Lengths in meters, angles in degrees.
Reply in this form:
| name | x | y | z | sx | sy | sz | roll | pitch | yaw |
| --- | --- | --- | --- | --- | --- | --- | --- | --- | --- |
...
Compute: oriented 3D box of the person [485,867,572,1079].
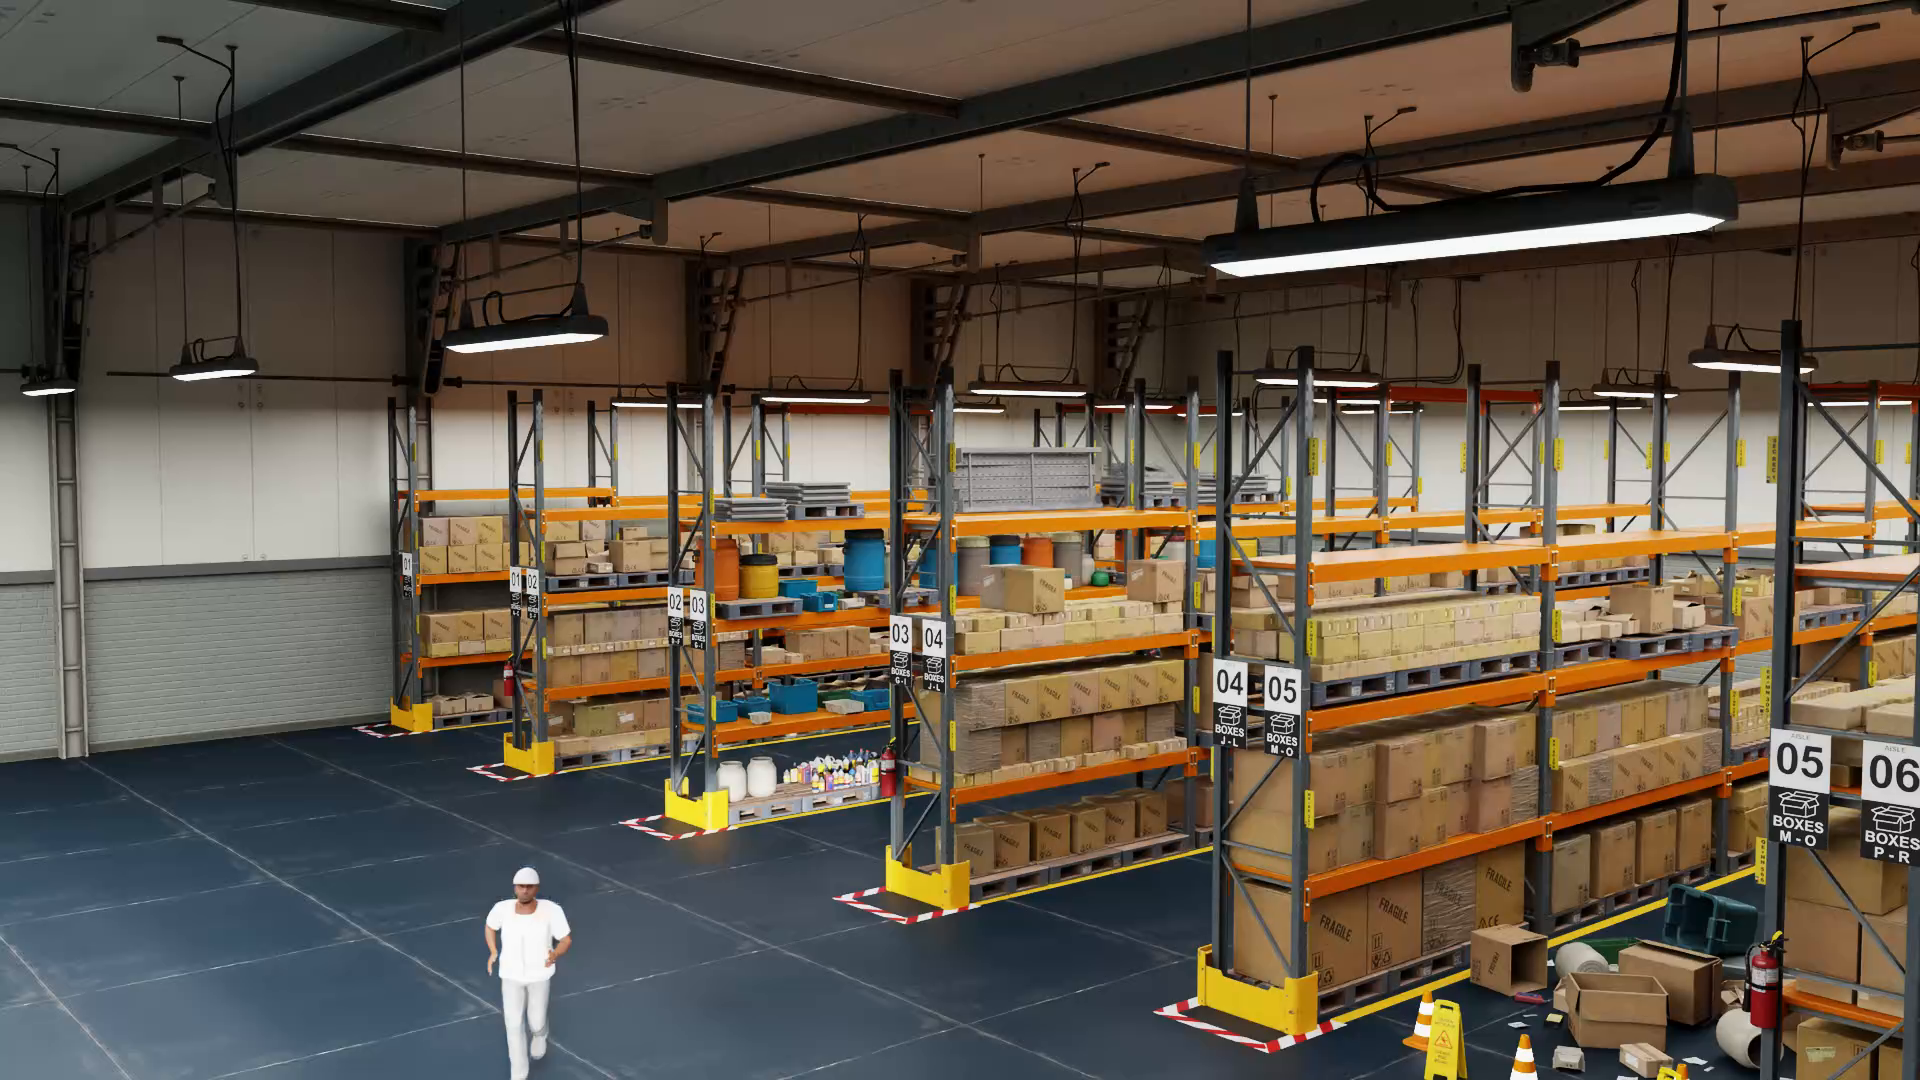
| name | x | y | z | sx | sy | sz | roll | pitch | yaw |
| --- | --- | --- | --- | --- | --- | --- | --- | --- | --- |
| person | -3.470 | 3.502 | 13.337 | 0.700 | 1.770 | 0.968 | -1 | 3 | -9 |
